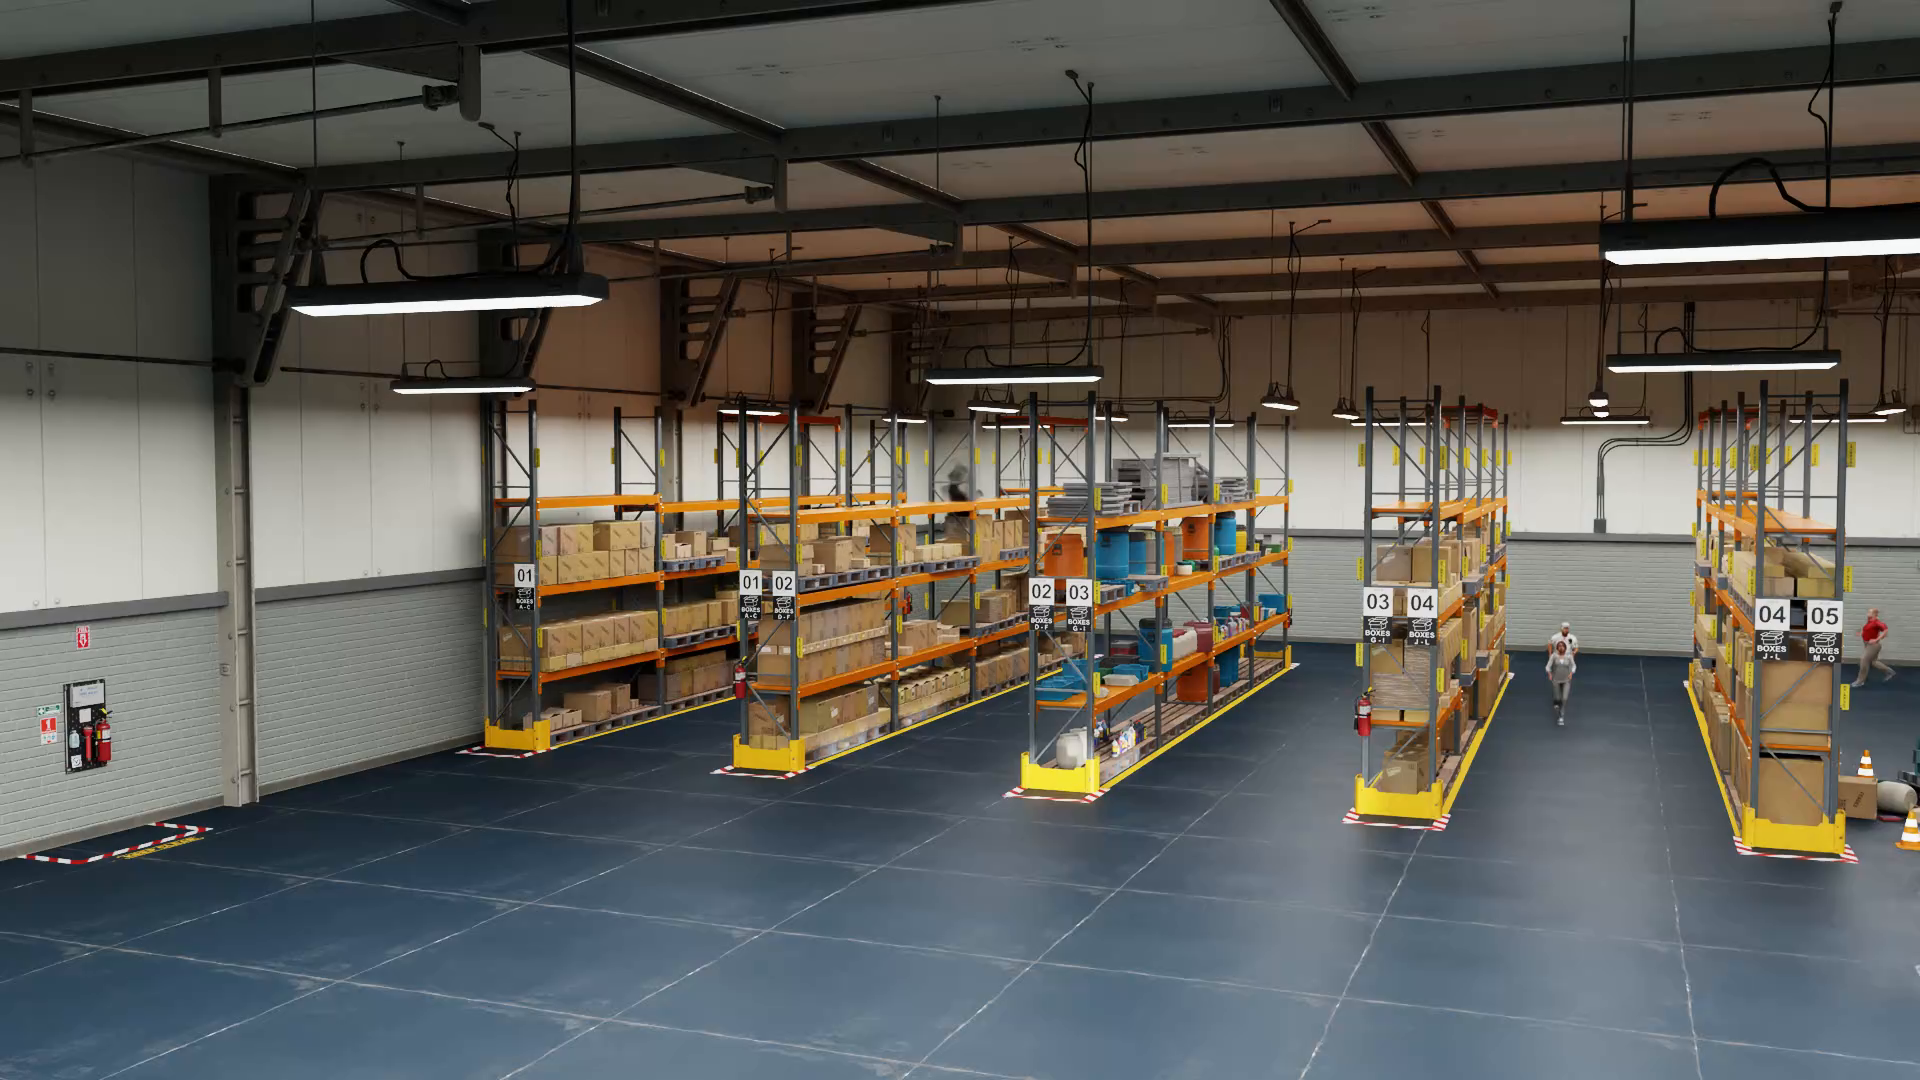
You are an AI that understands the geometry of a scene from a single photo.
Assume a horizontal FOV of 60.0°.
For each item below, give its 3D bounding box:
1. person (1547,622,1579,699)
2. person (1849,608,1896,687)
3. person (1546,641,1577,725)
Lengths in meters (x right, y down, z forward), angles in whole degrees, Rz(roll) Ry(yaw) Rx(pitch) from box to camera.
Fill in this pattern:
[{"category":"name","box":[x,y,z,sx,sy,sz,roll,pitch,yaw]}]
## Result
[{"category":"person","box":[12.360,2.497,34.057,0.576,1.630,0.723,1,3,11]},{"category":"person","box":[19.980,2.359,36.350,0.954,1.744,0.668,1,3,17]},{"category":"person","box":[11.370,2.684,31.458,0.548,1.564,0.593,1,3,17]}]
